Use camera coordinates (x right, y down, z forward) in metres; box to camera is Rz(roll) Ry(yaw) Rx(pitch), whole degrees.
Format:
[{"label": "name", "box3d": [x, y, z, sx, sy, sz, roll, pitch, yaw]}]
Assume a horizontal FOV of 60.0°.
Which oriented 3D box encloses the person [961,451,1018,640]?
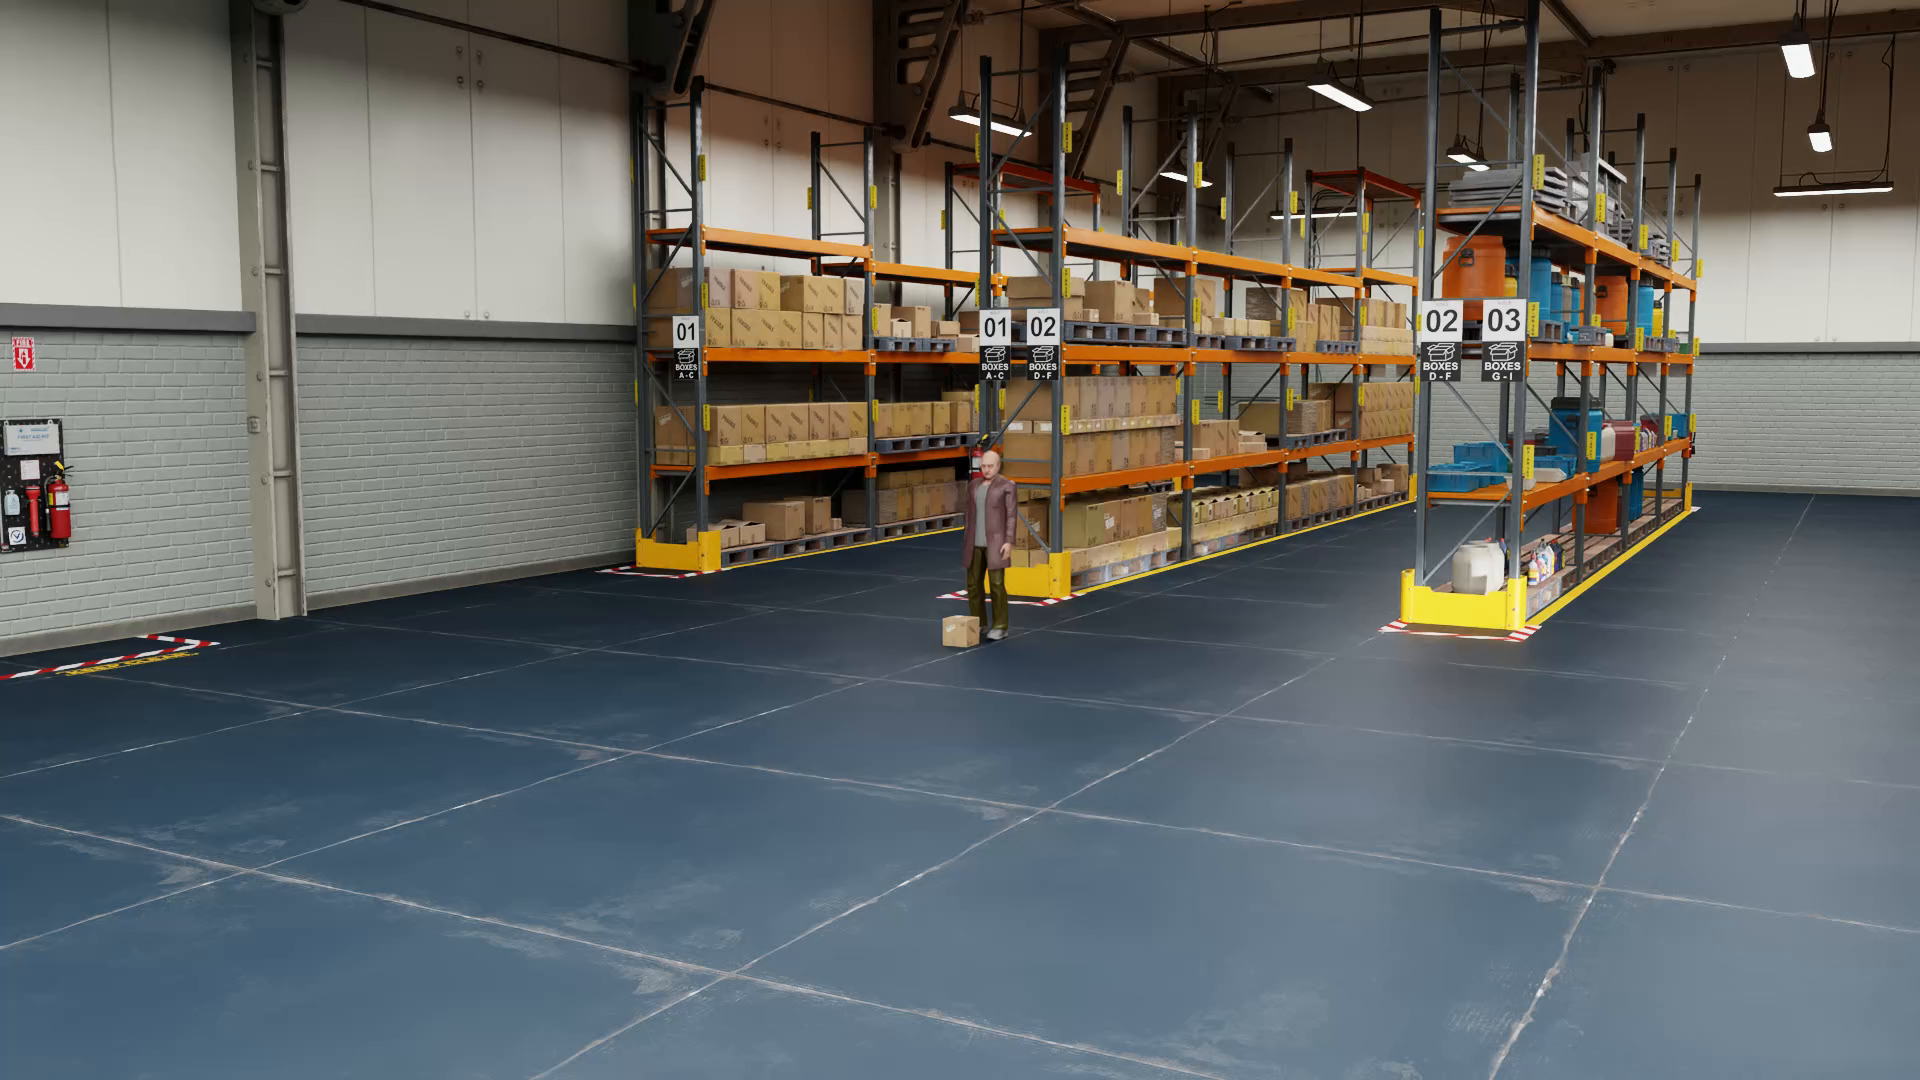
[{"label": "person", "box3d": [0.272, 0.049, 15.669, 0.562, 1.782, 0.388, 3, 7, 30]}]
